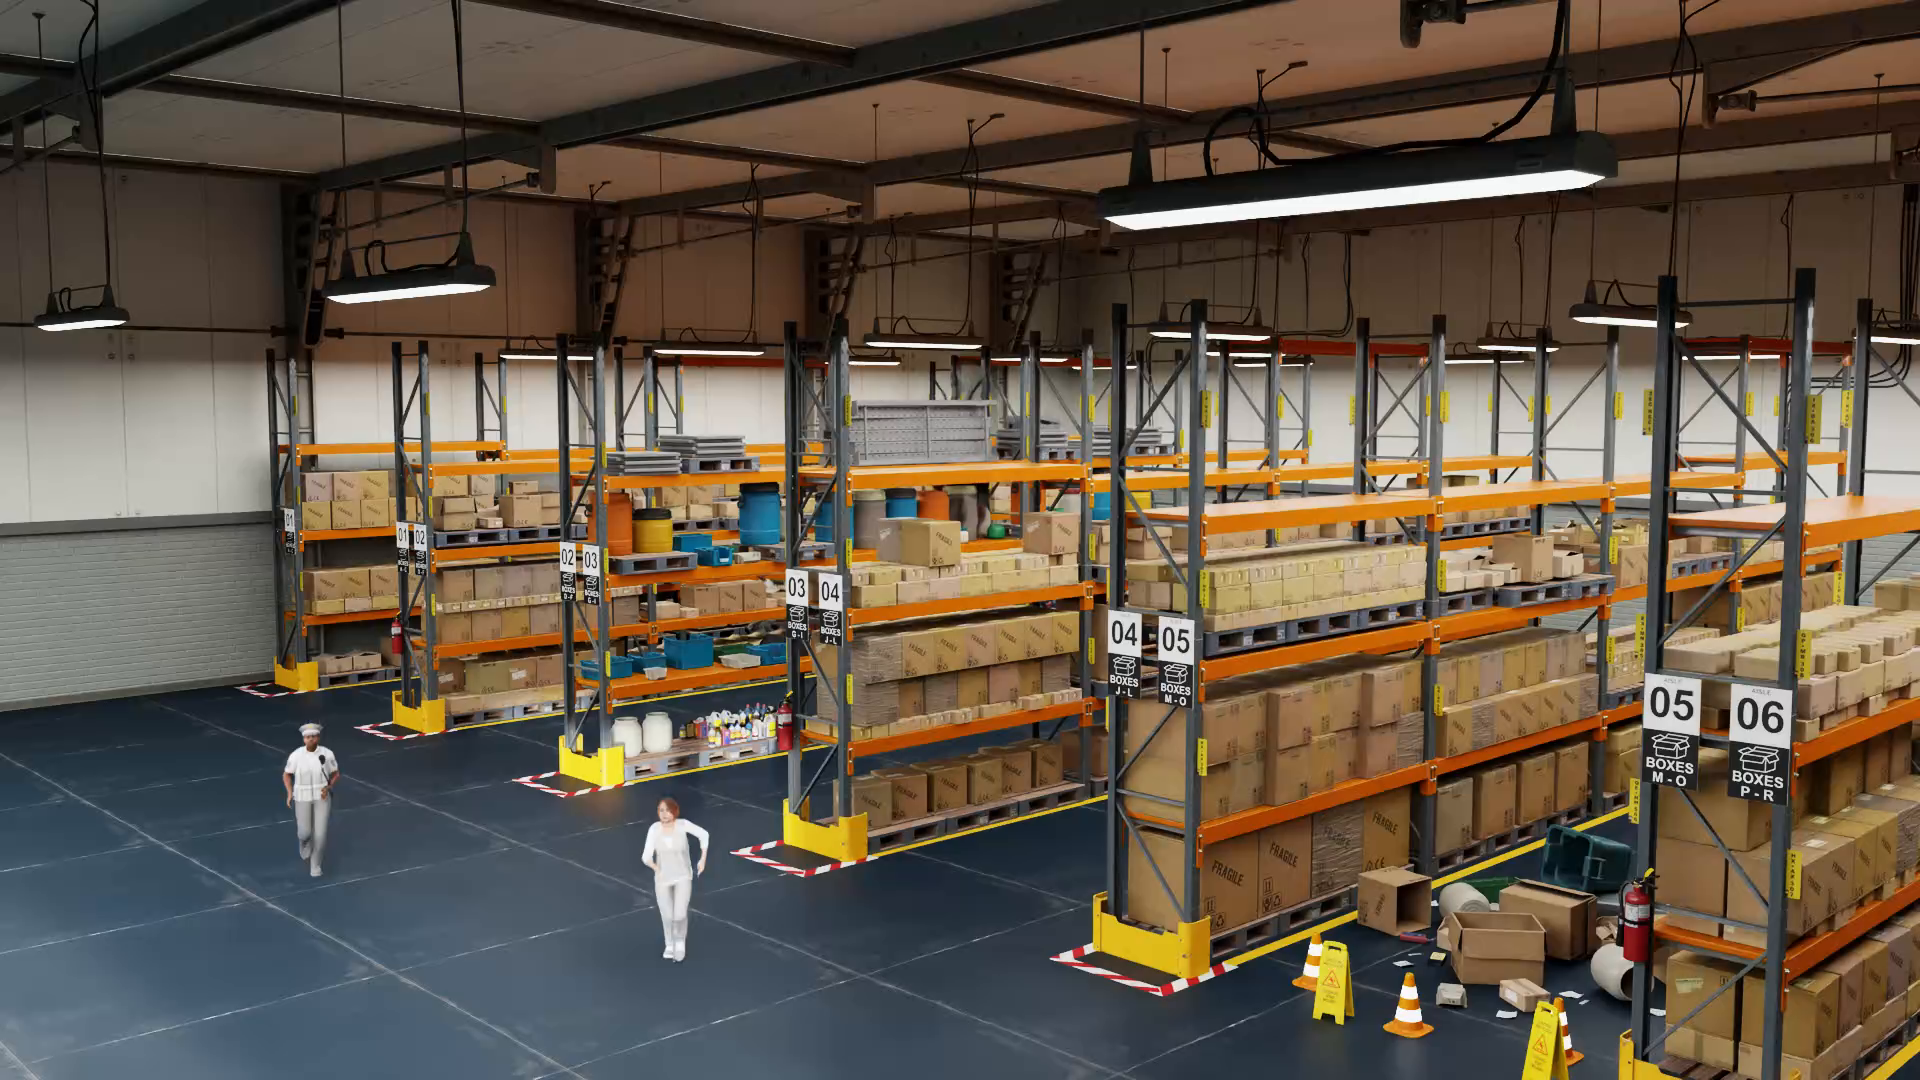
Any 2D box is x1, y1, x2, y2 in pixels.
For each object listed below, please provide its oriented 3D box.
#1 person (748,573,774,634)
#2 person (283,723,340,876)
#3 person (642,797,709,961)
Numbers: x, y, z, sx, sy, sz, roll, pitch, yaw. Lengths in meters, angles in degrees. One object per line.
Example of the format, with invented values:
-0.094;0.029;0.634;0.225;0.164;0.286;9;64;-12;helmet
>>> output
-3.938;1.418;33.043;0.670;1.843;0.760;4;6;39;person
-7.002;2.795;17.981;0.575;1.661;0.560;-2;5;-22;person
-2.568;3.076;14.979;0.554;1.552;0.762;0;5;1;person
